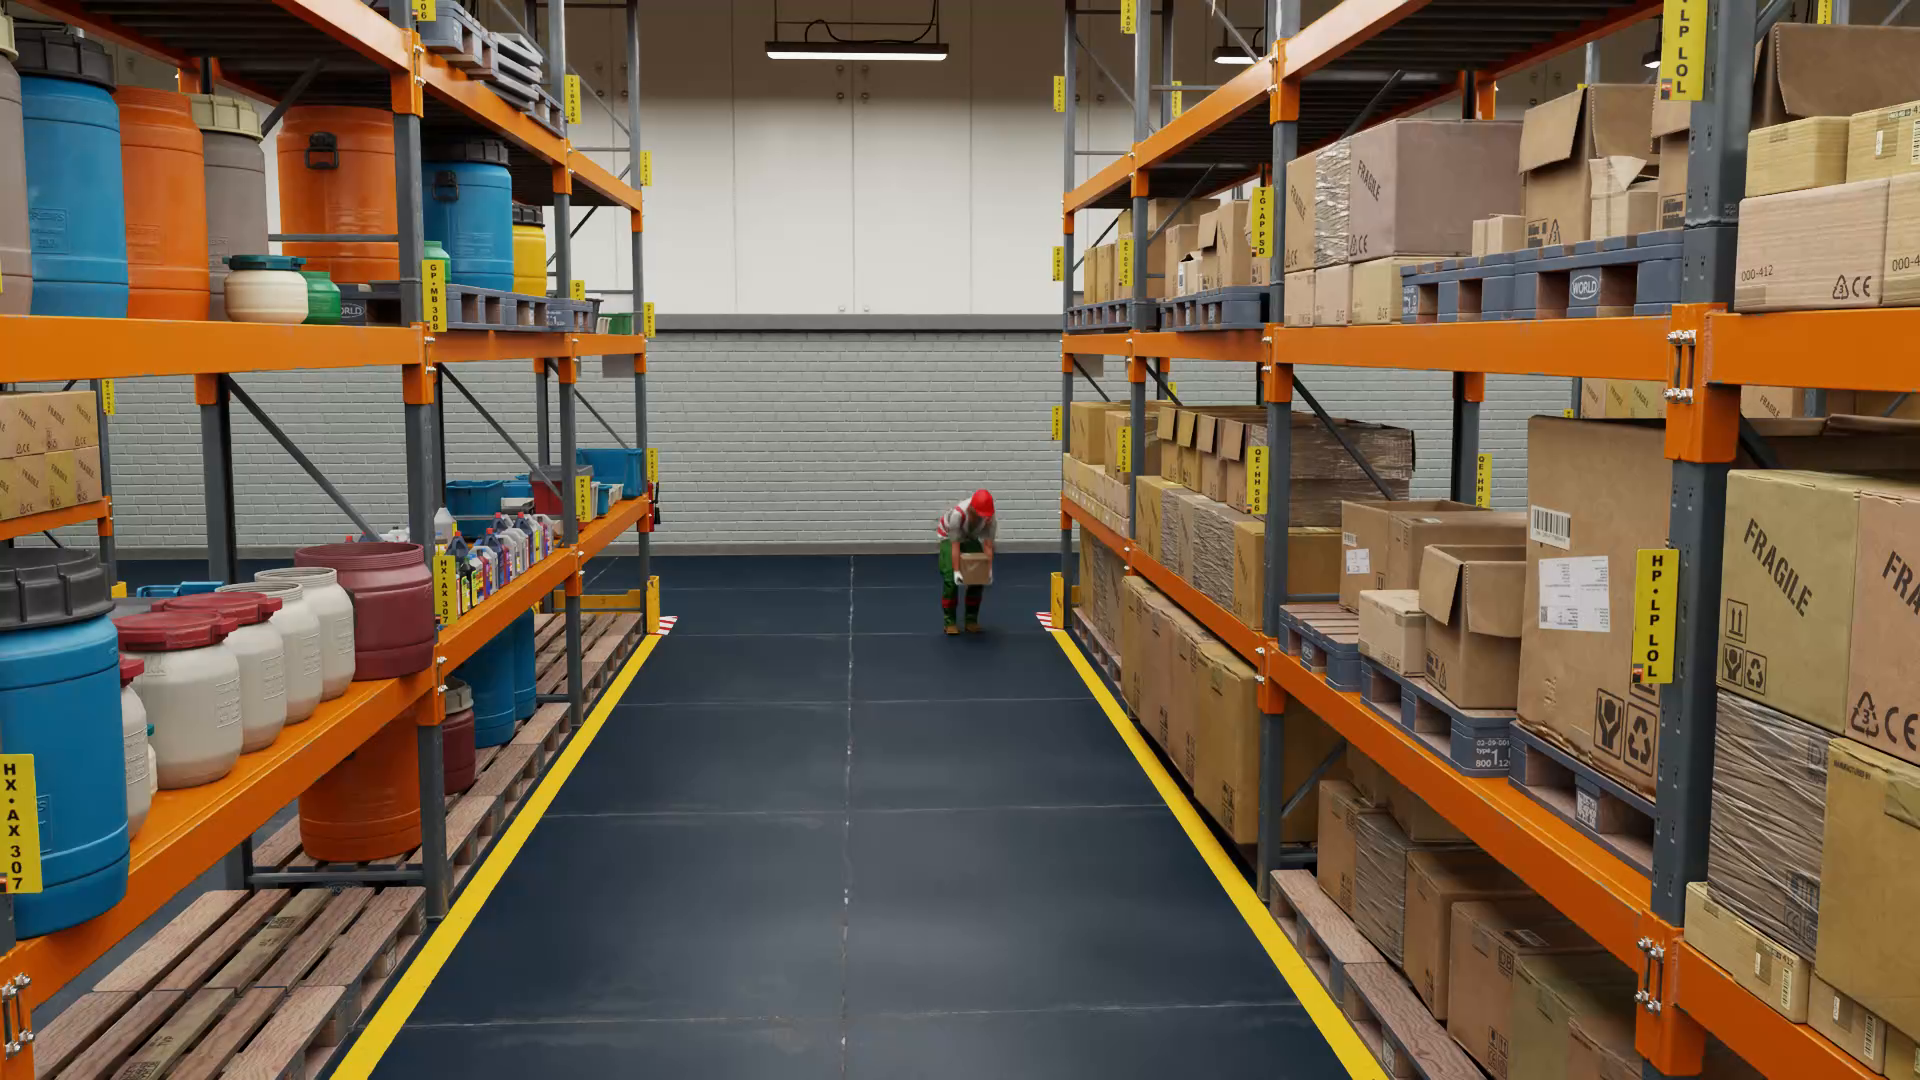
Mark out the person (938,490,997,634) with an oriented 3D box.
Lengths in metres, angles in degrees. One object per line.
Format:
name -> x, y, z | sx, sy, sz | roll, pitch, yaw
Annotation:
person -> 0.087, 0.201, 15.570 | 0.478, 1.401, 0.887 | -2, 7, -20
